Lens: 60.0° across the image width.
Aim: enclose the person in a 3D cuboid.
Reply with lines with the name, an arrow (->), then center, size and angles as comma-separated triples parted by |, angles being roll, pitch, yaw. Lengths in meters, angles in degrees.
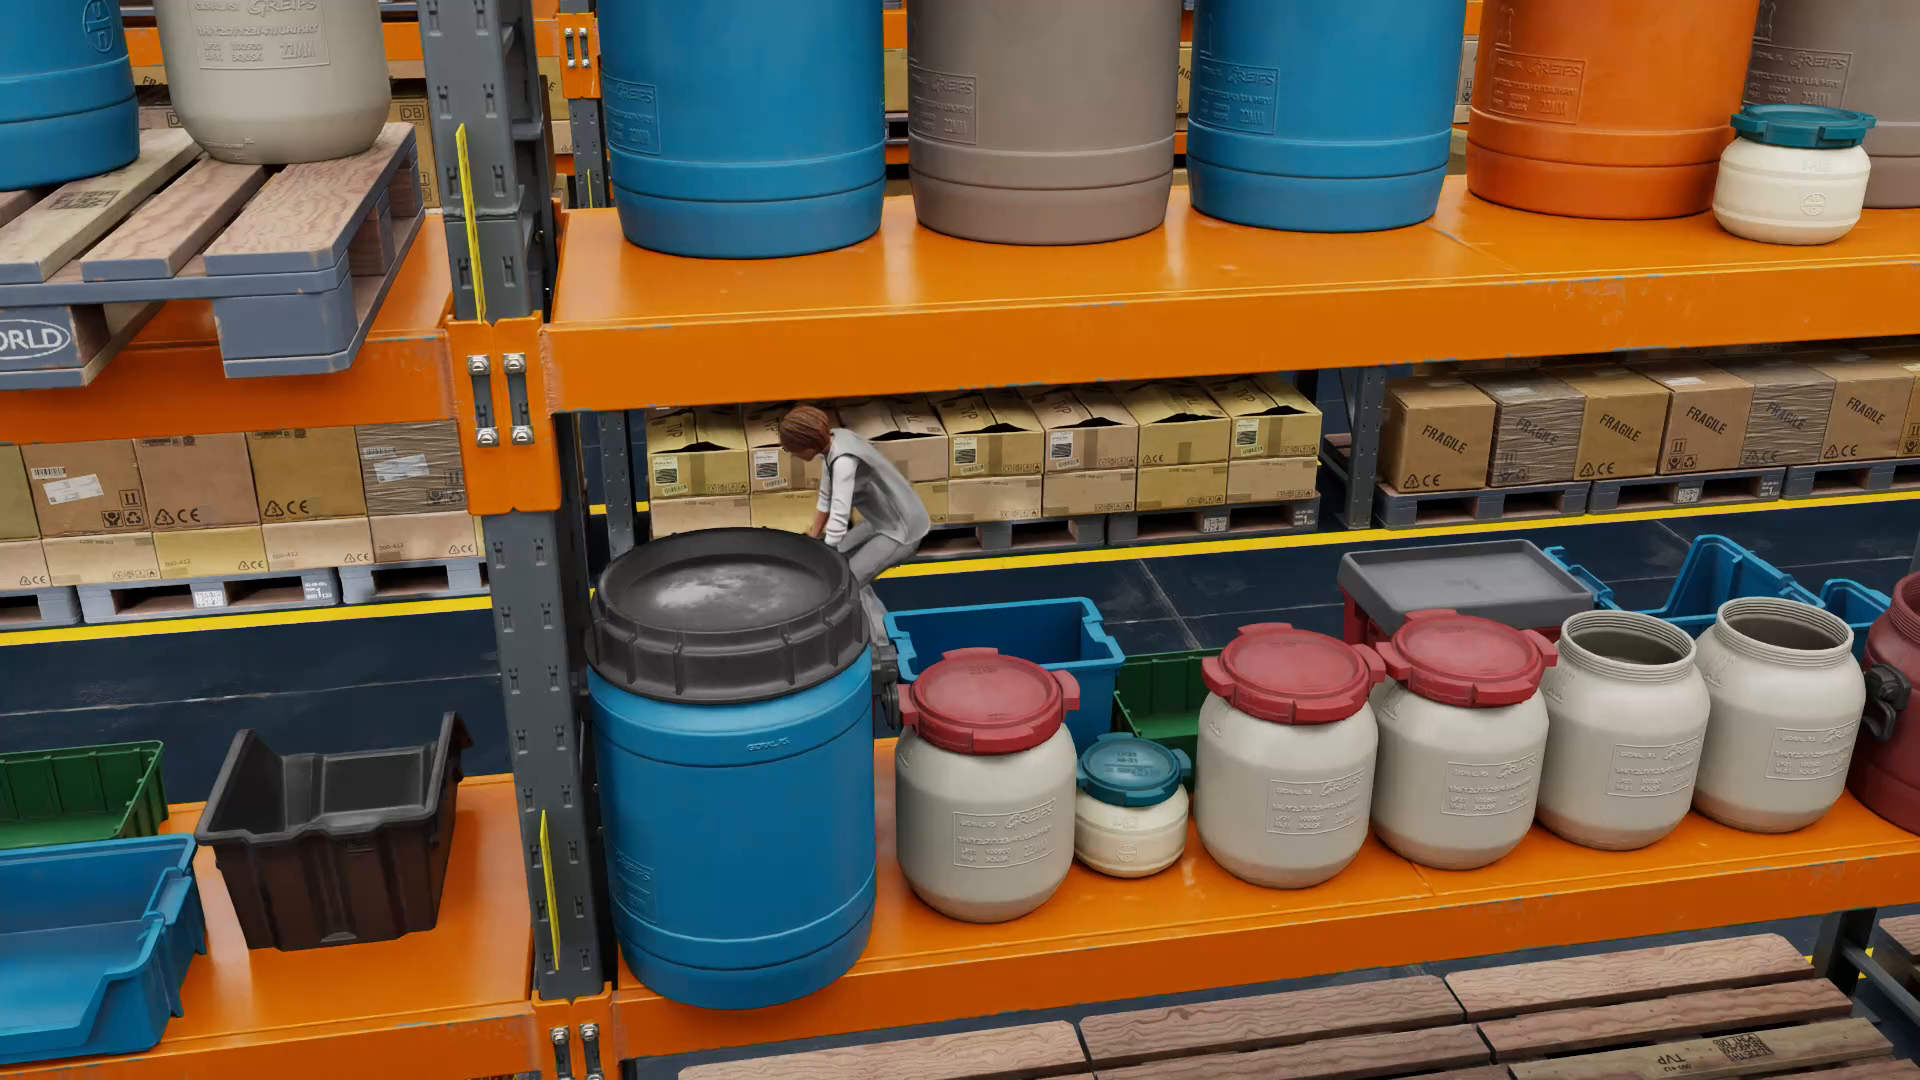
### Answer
person -> -0.462, -0.007, 7.561 | 0.673, 1.255, 0.463 | -4, 24, -9
